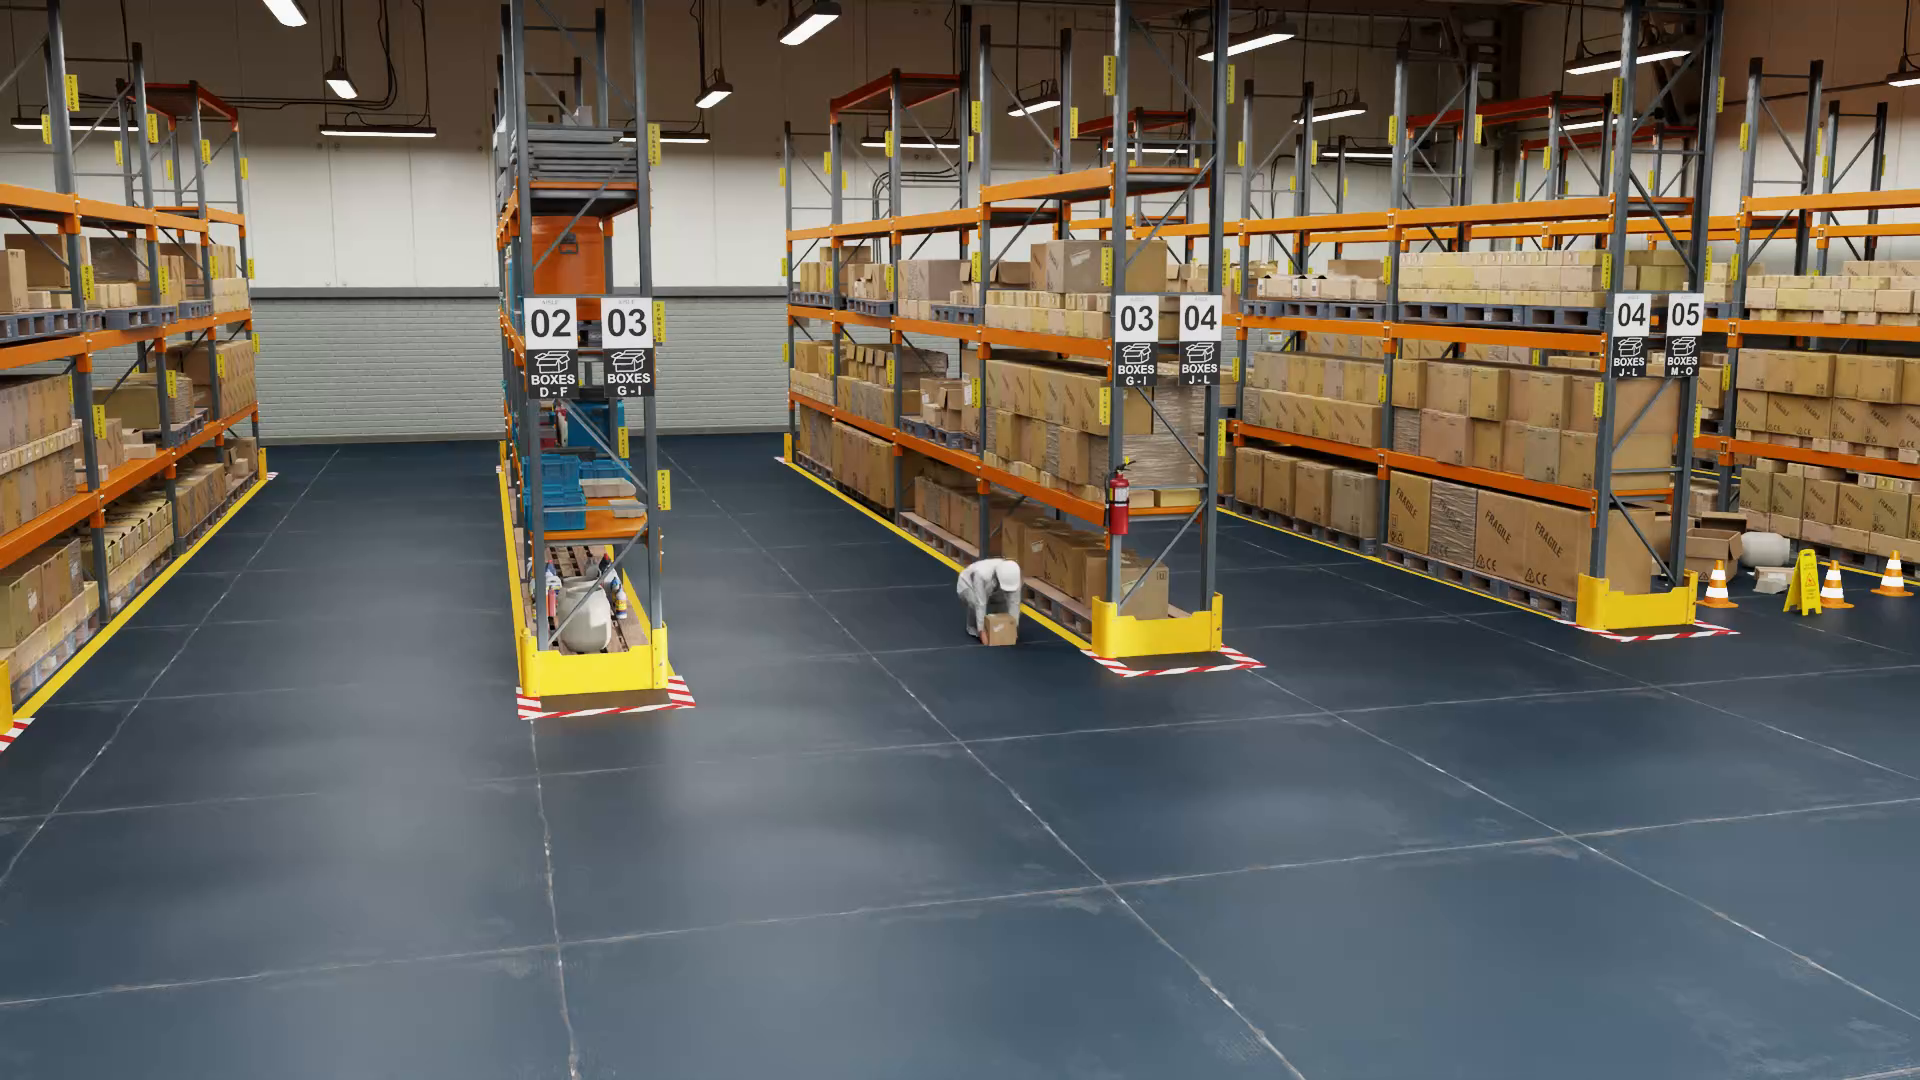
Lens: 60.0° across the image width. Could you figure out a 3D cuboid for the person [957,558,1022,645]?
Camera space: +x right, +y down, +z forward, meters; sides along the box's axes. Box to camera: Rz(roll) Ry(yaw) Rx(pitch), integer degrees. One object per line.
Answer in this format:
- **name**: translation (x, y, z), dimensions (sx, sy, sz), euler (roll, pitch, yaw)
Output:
- **person**: translation (0.301, 0.558, 15.661), dimensions (0.508, 0.862, 0.953), euler (-3, 10, -18)
